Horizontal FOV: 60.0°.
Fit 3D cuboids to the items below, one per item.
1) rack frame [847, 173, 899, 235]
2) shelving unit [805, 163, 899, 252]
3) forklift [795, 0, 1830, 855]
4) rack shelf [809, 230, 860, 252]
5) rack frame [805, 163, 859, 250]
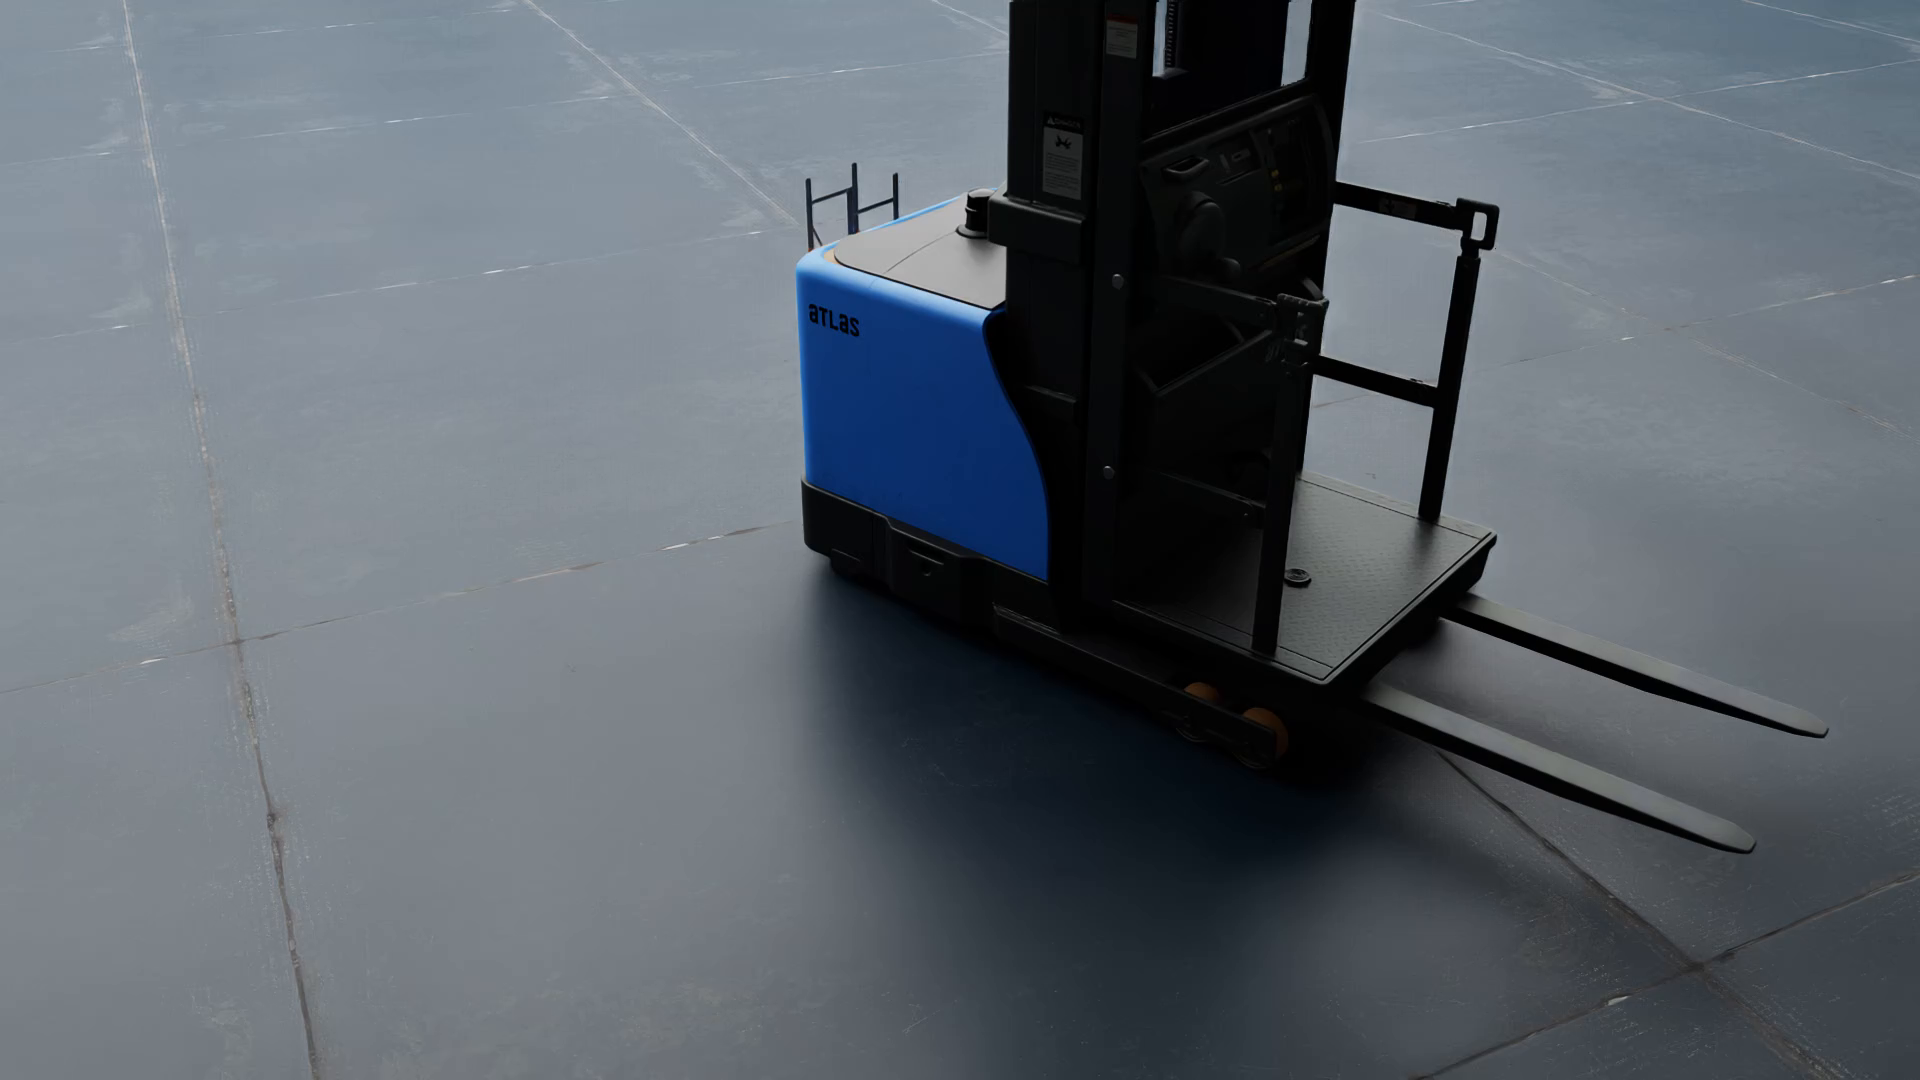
[{"bbox_3d":[-0.281,-0.631,5.649,0.006,1.200,0.240,22,36,34],"label":"rack frame"},{"bbox_3d":[-0.352,-0.660,5.700,0.189,1.200,0.258,22,36,34],"label":"shelving unit"},{"bbox_3d":[0.931,-0.936,4.422,3.031,2.935,1.130,22,36,34],"label":"forklift"},{"bbox_3d":[-0.352,-0.935,5.546,0.180,0.103,0.258,22,36,34],"label":"rack shelf"},{"bbox_3d":[-0.422,-0.689,5.752,0.006,1.200,0.240,22,36,34],"label":"rack frame"}]
